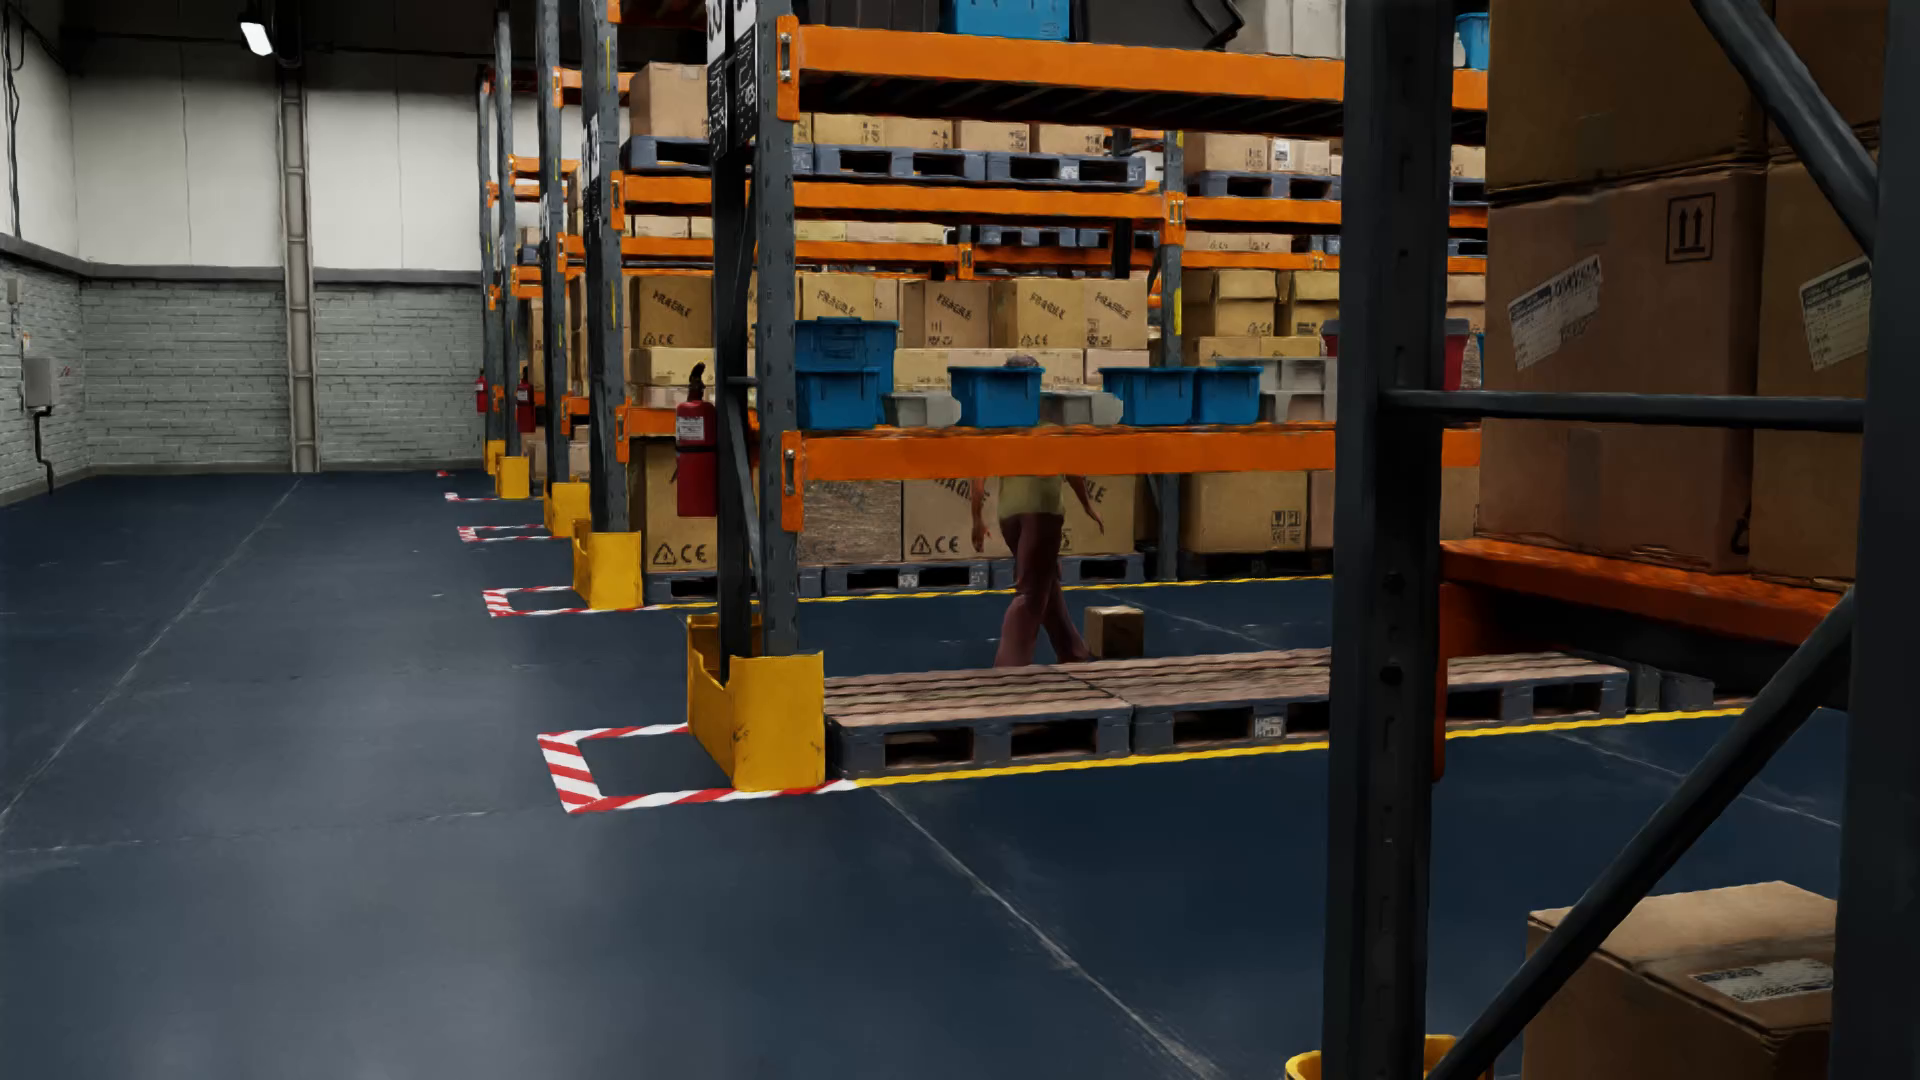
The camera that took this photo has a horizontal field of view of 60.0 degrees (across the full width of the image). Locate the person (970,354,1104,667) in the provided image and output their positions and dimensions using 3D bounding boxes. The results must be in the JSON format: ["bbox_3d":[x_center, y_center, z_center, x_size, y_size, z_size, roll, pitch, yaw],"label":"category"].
[{"bbox_3d":[0.398,-0.078,8.019,0.569,1.617,0.963,5,8,43],"label":"person"}]
